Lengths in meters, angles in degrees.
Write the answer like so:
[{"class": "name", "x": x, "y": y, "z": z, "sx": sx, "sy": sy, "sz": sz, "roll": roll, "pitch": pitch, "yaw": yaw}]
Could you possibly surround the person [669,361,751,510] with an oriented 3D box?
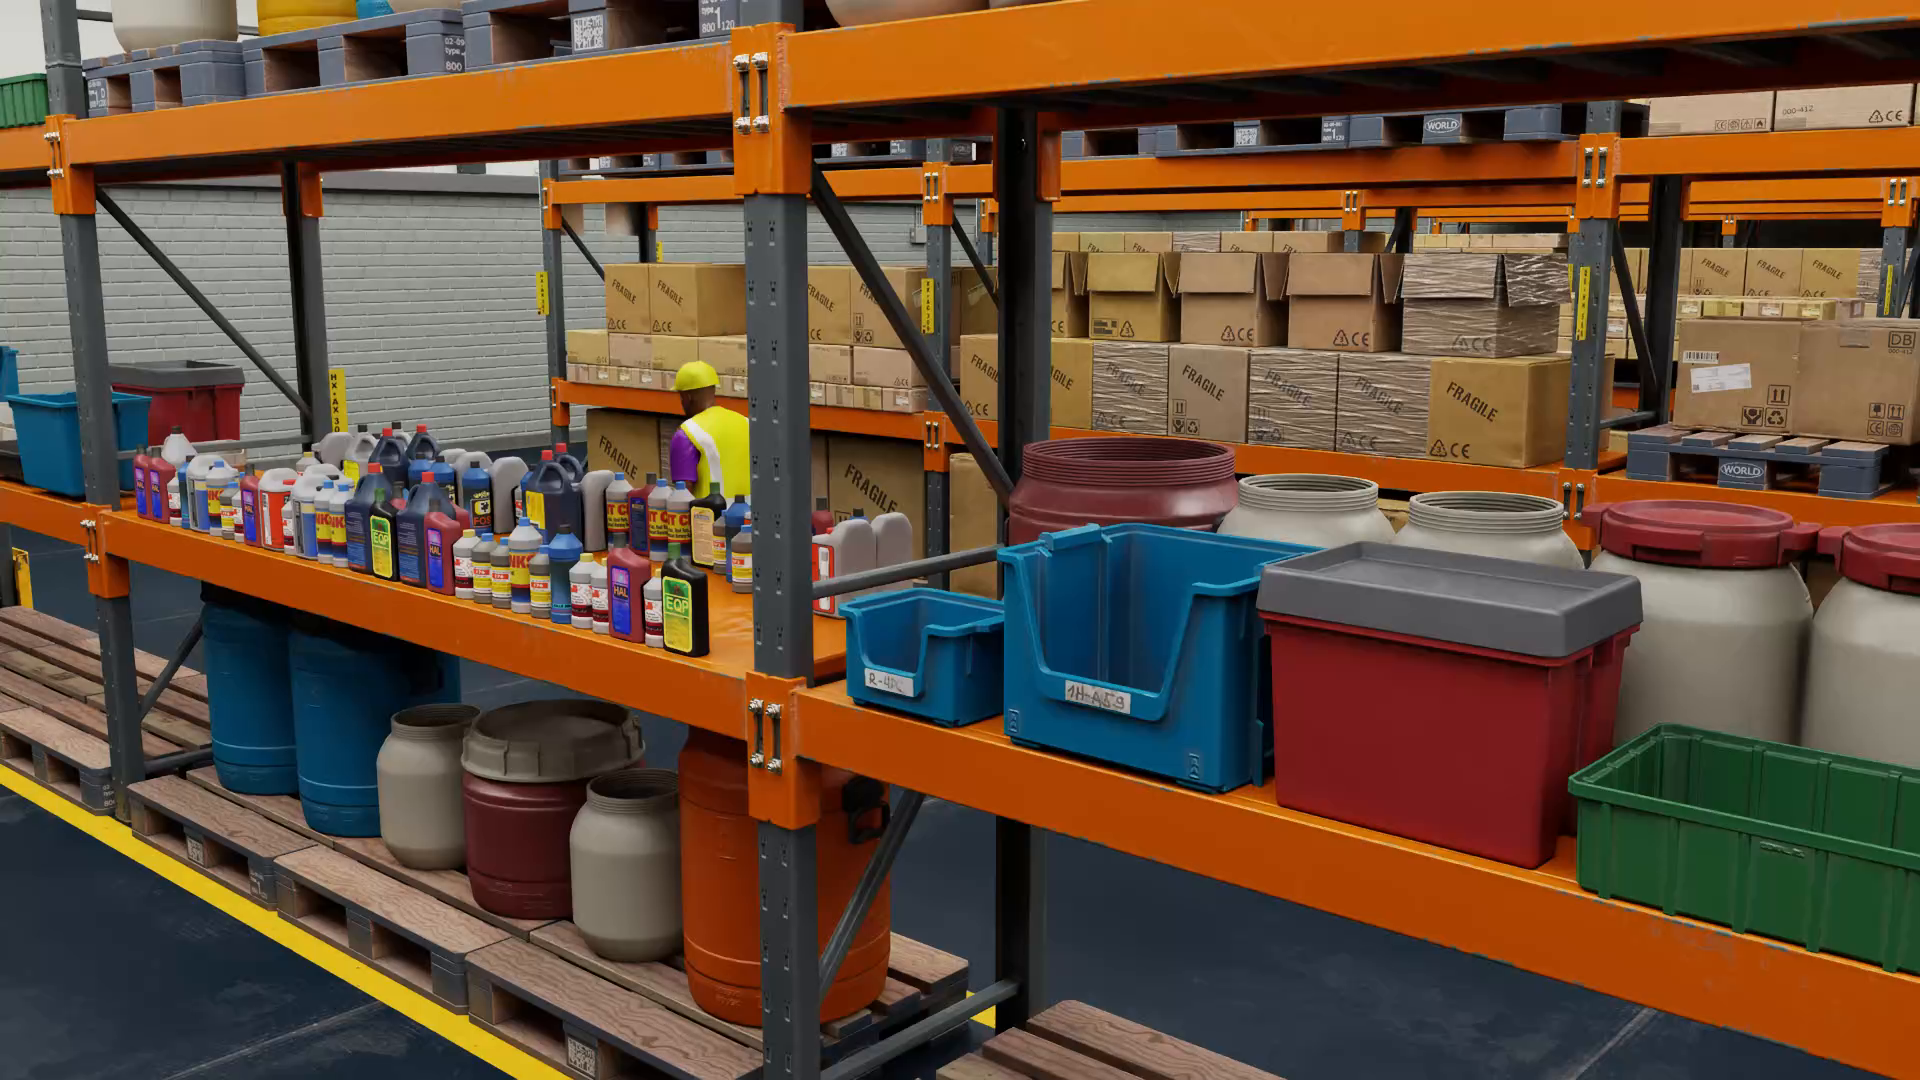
[{"class": "person", "x": -1.280, "y": -0.046, "z": 8.620, "sx": 0.458, "sy": 1.759, "sz": 0.629, "roll": 8, "pitch": 13, "yaw": 37}]
